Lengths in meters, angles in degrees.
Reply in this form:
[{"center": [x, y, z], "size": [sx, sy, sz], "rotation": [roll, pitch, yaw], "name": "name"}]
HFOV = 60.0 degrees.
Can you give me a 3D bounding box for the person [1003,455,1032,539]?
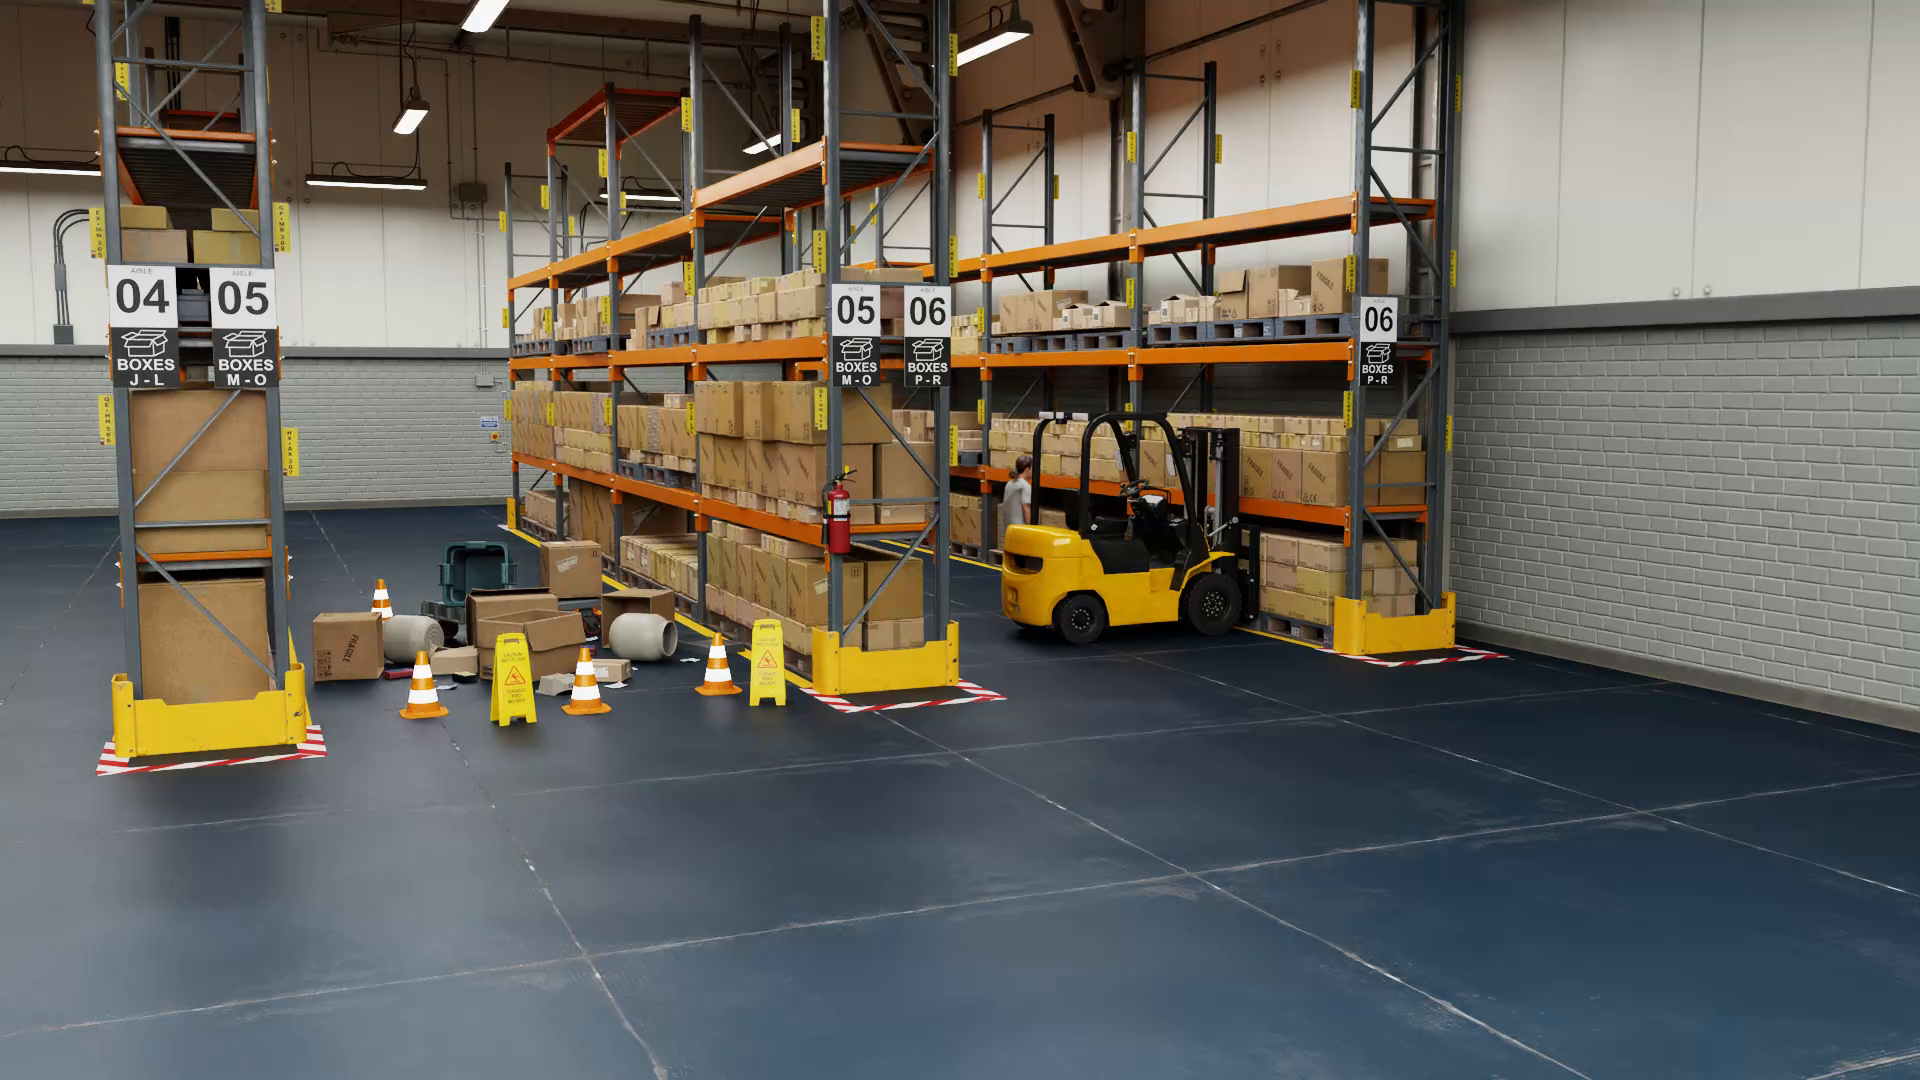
[{"center": [0.647, -0.057, 17.564], "size": [0.362, 1.671, 0.498], "rotation": [-3, 6, -26], "name": "person"}]
